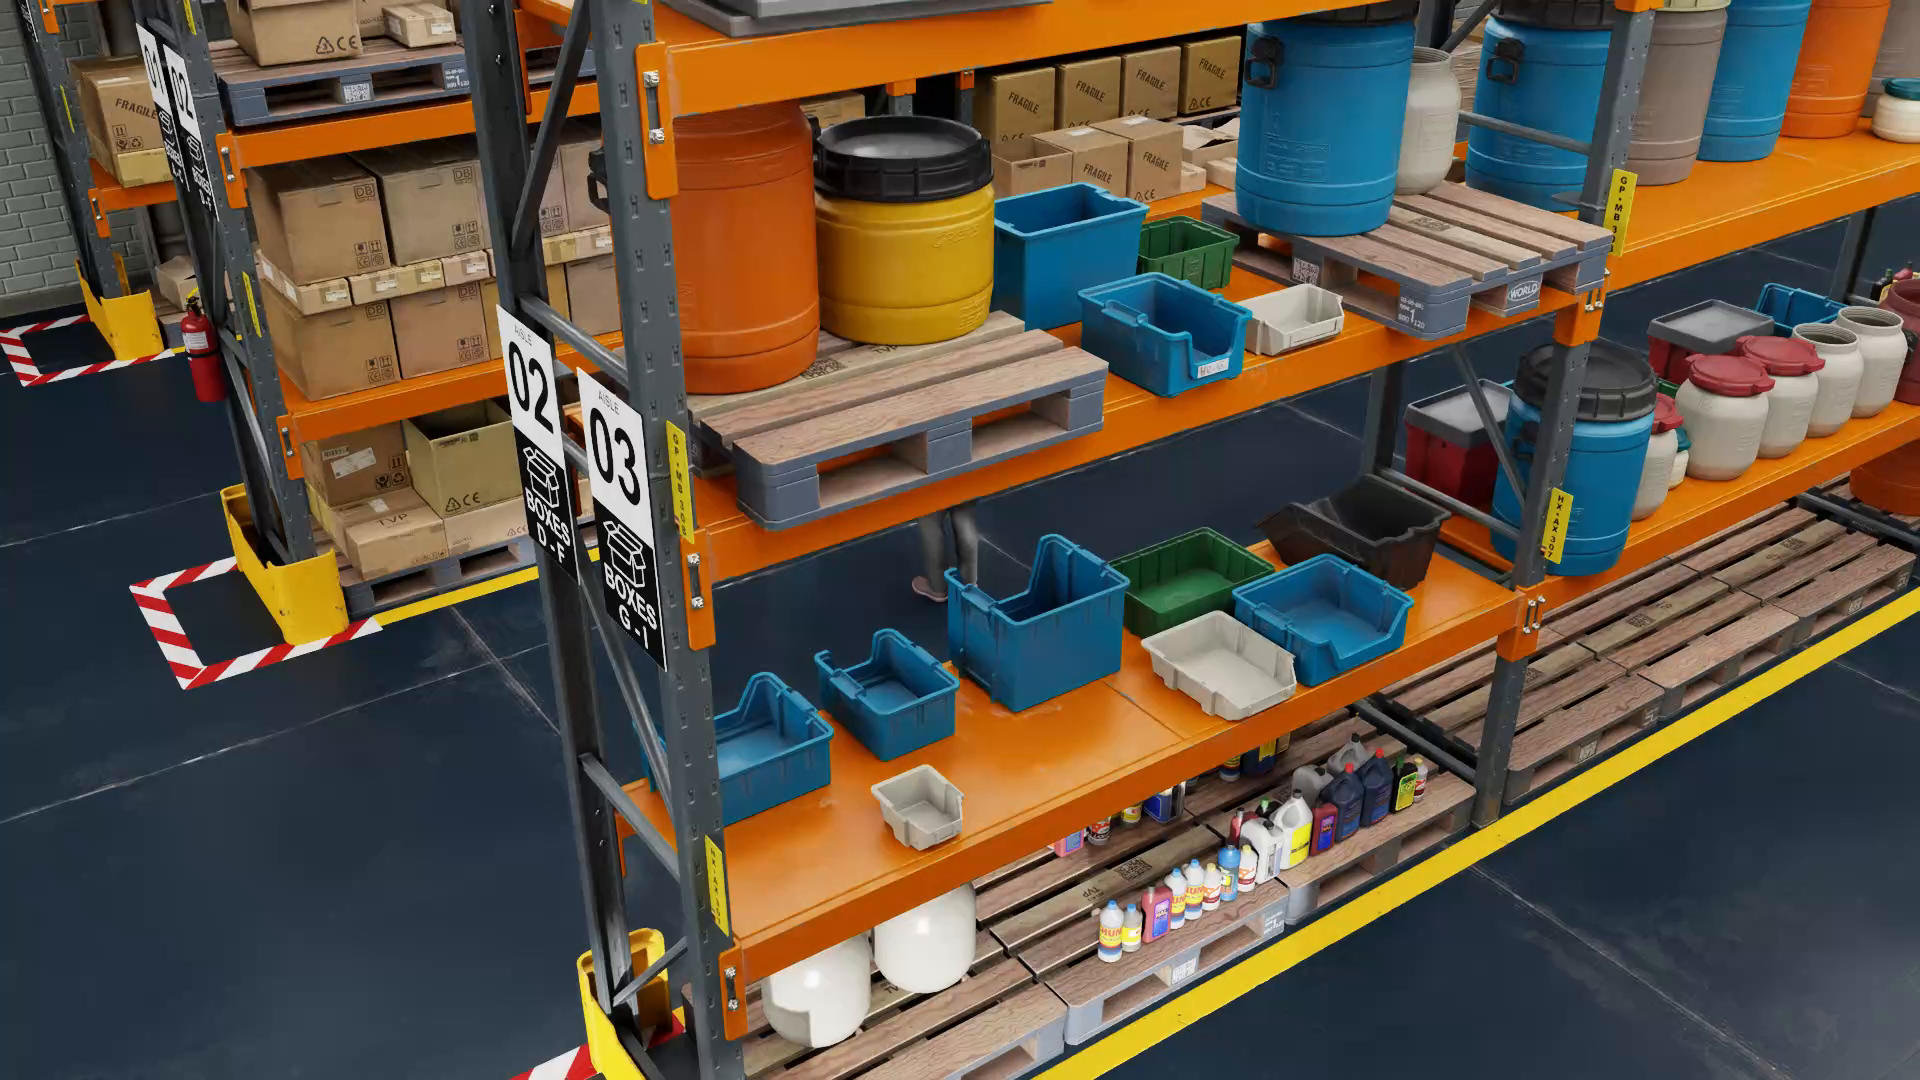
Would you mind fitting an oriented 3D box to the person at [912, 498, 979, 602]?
[{"bbox_3d":[-0.088,-0.431,9.426,0.445,1.647,0.523,-18,34,-30],"label":"person"}]
